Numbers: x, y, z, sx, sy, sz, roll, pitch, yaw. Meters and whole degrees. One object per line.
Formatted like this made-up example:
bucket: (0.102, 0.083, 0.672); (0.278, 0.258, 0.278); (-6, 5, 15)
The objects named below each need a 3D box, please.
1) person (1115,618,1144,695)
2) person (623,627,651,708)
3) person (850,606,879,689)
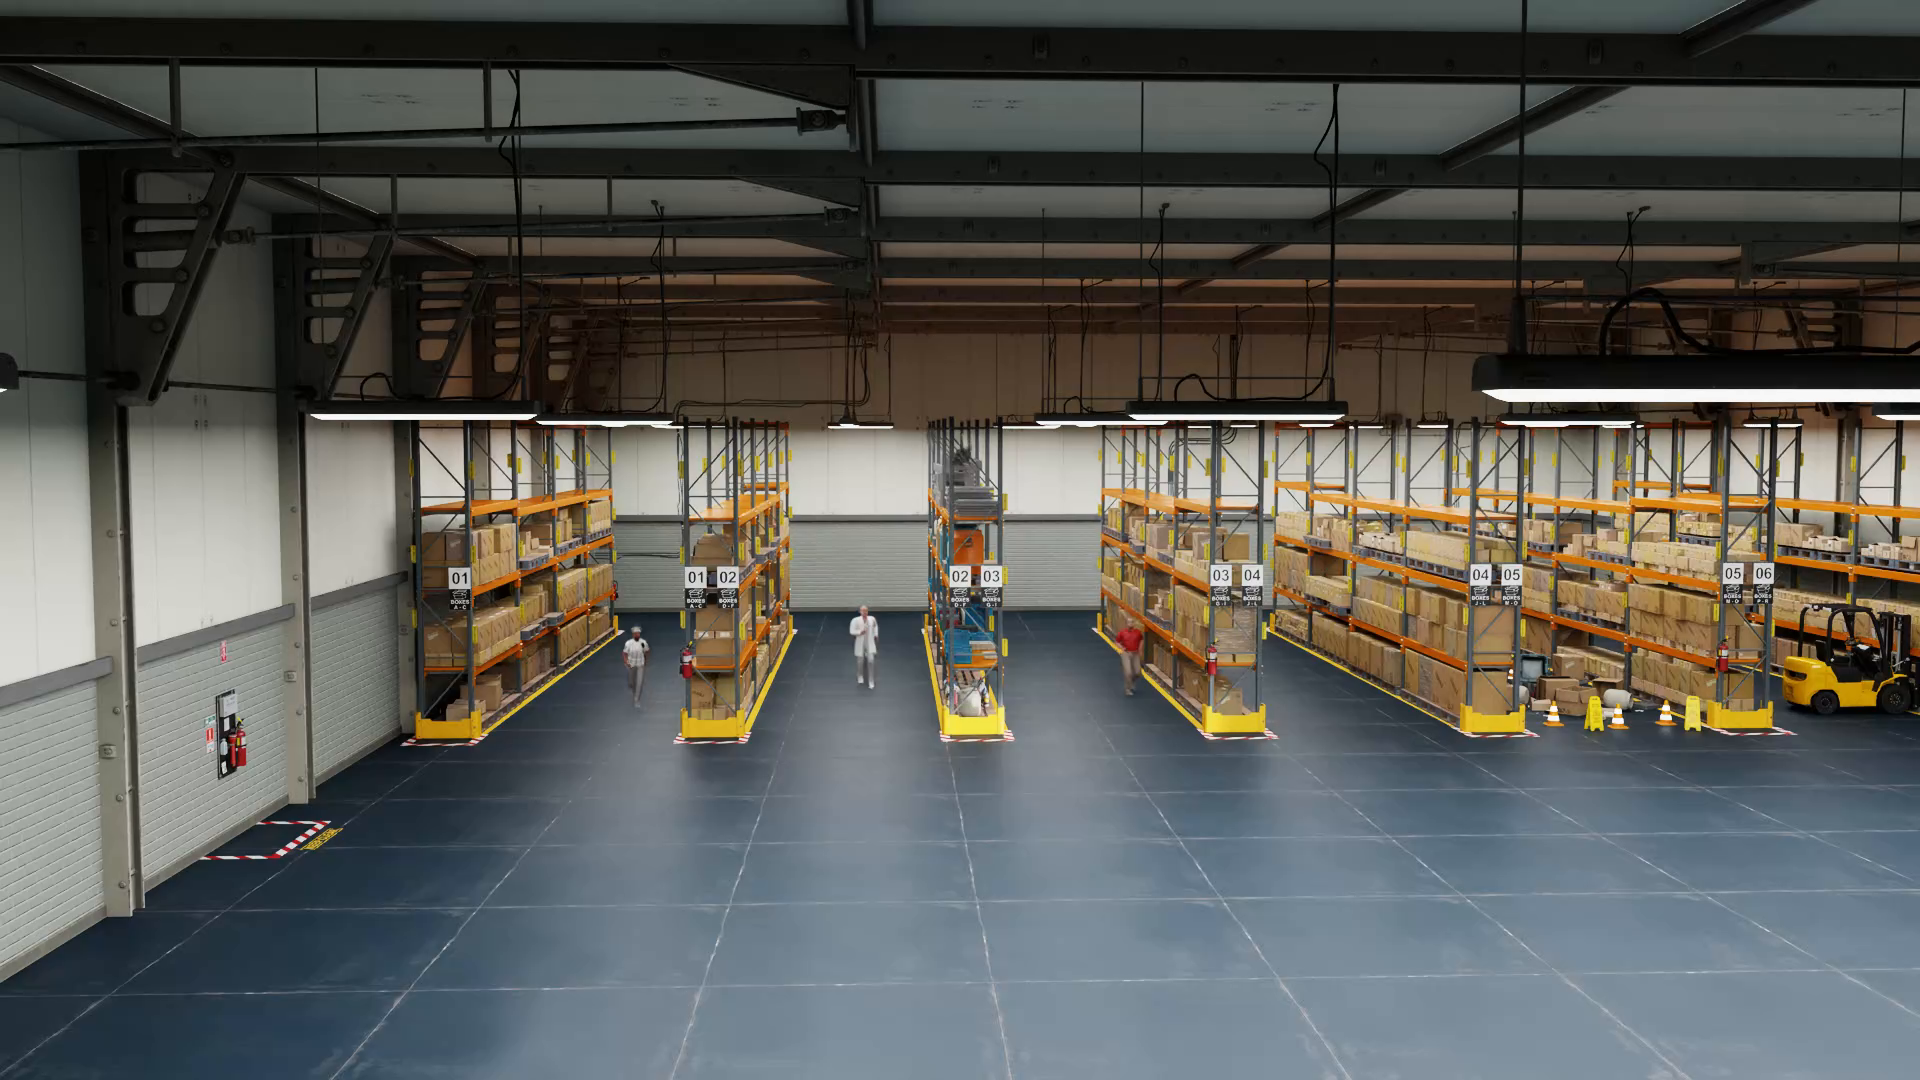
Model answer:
person: (3.703, 2.525, 36.119); (0.659, 1.674, 0.581); (-1, 4, -8)
person: (-6.785, 2.642, 34.854); (0.549, 1.683, 0.869); (-1, 4, -9)
person: (-2.145, 2.383, 37.341); (0.677, 1.832, 0.930); (-1, 4, -12)
